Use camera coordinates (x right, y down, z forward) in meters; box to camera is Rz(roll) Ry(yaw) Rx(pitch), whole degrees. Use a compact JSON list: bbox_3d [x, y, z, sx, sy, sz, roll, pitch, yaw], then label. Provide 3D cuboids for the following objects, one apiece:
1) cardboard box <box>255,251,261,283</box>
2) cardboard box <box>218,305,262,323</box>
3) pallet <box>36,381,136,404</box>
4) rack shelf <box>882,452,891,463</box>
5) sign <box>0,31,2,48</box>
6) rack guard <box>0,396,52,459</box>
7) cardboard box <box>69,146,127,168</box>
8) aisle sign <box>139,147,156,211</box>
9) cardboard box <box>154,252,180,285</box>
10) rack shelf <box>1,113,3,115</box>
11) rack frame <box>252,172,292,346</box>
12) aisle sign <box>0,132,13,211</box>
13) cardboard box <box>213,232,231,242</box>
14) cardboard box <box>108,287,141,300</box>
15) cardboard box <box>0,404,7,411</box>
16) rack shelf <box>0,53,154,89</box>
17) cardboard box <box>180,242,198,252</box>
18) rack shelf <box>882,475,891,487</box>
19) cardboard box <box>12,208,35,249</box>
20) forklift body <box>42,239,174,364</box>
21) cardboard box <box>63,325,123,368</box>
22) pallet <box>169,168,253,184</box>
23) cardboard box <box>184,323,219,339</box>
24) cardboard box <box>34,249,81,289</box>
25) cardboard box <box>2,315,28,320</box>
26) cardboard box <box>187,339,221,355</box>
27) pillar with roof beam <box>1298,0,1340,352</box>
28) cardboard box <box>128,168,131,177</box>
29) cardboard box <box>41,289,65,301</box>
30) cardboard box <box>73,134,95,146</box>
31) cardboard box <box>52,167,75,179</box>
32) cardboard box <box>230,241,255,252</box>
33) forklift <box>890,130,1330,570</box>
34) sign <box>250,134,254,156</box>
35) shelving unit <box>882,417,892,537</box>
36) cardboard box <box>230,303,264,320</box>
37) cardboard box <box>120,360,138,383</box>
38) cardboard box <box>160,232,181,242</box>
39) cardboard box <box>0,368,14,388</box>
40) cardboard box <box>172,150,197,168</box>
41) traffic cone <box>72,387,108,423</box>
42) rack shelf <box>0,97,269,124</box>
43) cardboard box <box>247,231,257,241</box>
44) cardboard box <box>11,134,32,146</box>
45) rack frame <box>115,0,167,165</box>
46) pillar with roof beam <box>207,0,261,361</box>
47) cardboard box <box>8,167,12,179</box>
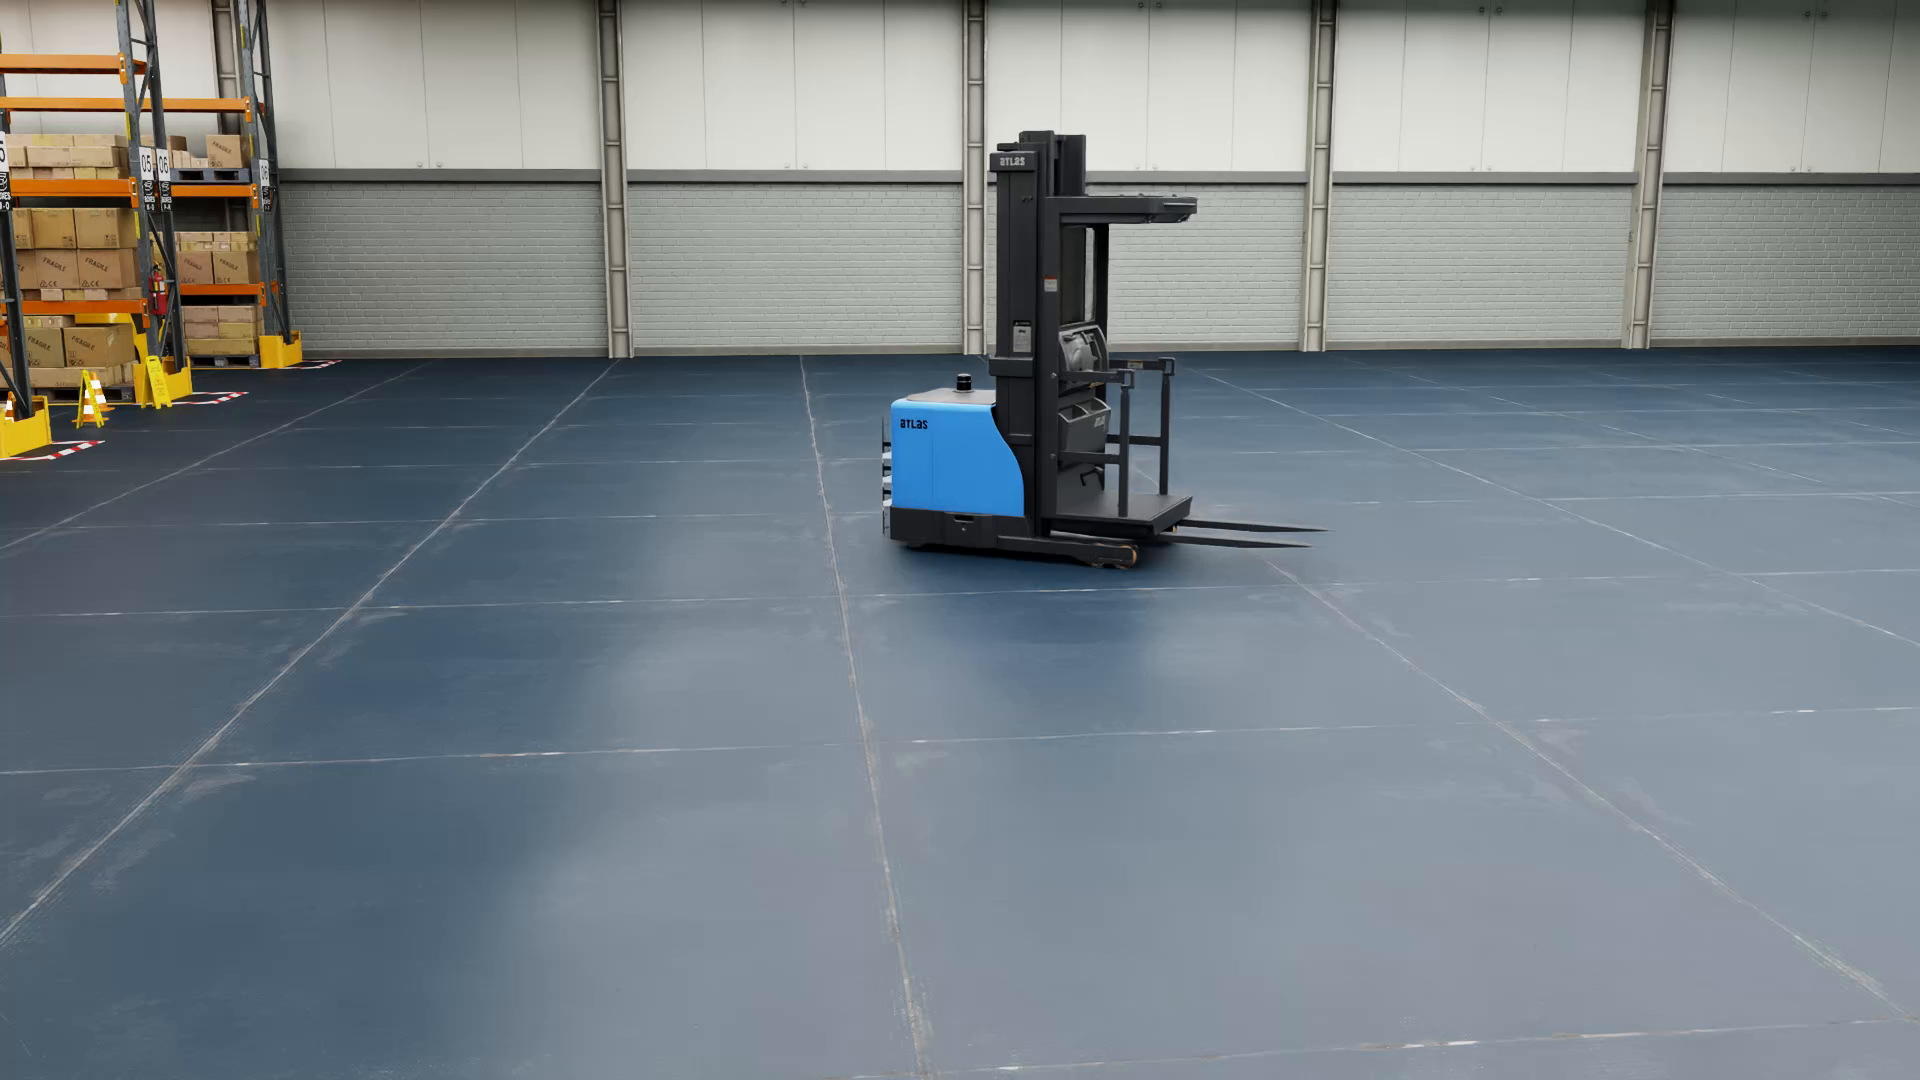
[{"bbox_3d":[-11.415,-4.374,26.581,0.500,0.500,0.500,-1,11,-4],"label":"cardboard box"},{"bbox_3d":[-11.317,-3.560,26.148,0.500,0.250,0.500,-1,11,-4],"label":"cardboard box"},{"bbox_3d":[-11.240,-1.950,21.740,1.213,0.211,1.003,-1,11,-6],"label":"pallet"},{"bbox_3d":[-0.437,-0.622,12.439,0.200,0.077,0.258,5,12,22],"label":"rack shelf"},{"bbox_3d":[-14.905,-7.785,25.808,0.005,0.325,0.100,-1,11,-6],"label":"sign"},{"bbox_3d":[-9.694,-1.157,16.957,0.348,0.500,1.175,-1,11,-6],"label":"rack guard"},{"bbox_3d":[-10.833,-4.812,20.910,0.500,0.250,0.500,-1,11,-7],"label":"cardboard box"},{"bbox_3d":[-10.260,-4.551,21.004,0.004,0.787,0.394,-1,11,-6],"label":"aisle sign"},{"bbox_3d":[-12.380,-4.251,25.954,0.500,0.500,0.500,-1,11,-7],"label":"cardboard box"},{"bbox_3d":[-16.858,-6.551,25.266,4.000,0.370,1.077,-1,11,-6],"label":"rack shelf"},{"bbox_3d":[-10.893,-4.282,26.372,0.127,3.000,1.000,-1,11,-6],"label":"rack frame"},{"bbox_3d":[-9.680,-3.717,16.762,0.004,0.787,0.394,-1,11,-6],"label":"aisle sign"},{"bbox_3d":[-11.468,-4.736,25.972,0.250,0.149,0.380,-1,11,-6],"label":"cardboard box"},{"bbox_3d":[-10.702,-3.158,21.307,0.250,0.149,0.380,-1,11,-4],"label":"cardboard box"},{"bbox_3d":[-11.437,-1.517,19.697,0.250,0.149,0.380,5,12,23],"label":"cardboard box"},{"bbox_3d":[-12.341,-5.877,20.810,4.000,0.370,1.077,-1,11,-6],"label":"rack shelf"},{"bbox_3d":[-11.970,-4.581,25.951,0.250,0.149,0.380,-1,11,-6],"label":"cardboard box"},{"bbox_3d":[-0.437,-0.445,12.473,0.200,0.077,0.258,5,12,22],"label":"rack shelf"},{"bbox_3d":[-11.837,-3.924,20.928,0.500,0.500,0.700,-1,11,-7],"label":"cardboard box"},{"bbox_3d":[-12.581,-3.476,24.474,1.214,2.155,2.313,-1,11,-6],"label":"forklift body"},{"bbox_3d":[-11.121,-2.488,21.344,0.500,0.500,0.500,-1,11,-6],"label":"cardboard box"},{"bbox_3d":[-11.599,-5.701,26.042,1.213,0.211,1.003,-1,11,-6],"label":"pallet"},{"bbox_3d":[-11.843,-3.306,26.150,0.500,0.250,0.500,-1,11,-7],"label":"cardboard box"},{"bbox_3d":[-11.361,-3.451,21.118,0.500,0.500,0.500,-1,11,-6],"label":"cardboard box"},{"bbox_3d":[-11.991,-2.776,21.127,0.250,0.149,0.380,-1,11,-4],"label":"cardboard box"},{"bbox_3d":[-11.821,-3.060,26.196,0.500,0.250,0.500,-1,11,-6],"label":"cardboard box"},{"bbox_3d":[6.677,-6.933,24.307,0.400,9.000,9.100,-1,11,-6],"label":"pillar with roof beam"},{"bbox_3d":[-10.718,-4.734,21.547,0.250,0.149,0.380,-1,11,-6],"label":"cardboard box"},{"bbox_3d":[-11.451,-3.119,21.109,0.250,0.149,0.380,-1,11,-5],"label":"cardboard box"},{"bbox_3d":[-10.918,-5.008,20.875,0.250,0.149,0.380,-1,11,-5],"label":"cardboard box"},{"bbox_3d":[-11.189,-4.607,20.902,0.250,0.149,0.380,-1,11,-4],"label":"cardboard box"},{"bbox_3d":[-11.207,-4.588,25.990,0.250,0.149,0.380,-1,11,-5],"label":"cardboard box"},{"bbox_3d":[1.057,-1.352,11.647,3.031,2.935,1.130,5,12,22],"label":"forklift"},{"bbox_3d":[-10.848,-6.045,25.475,0.005,0.325,0.100,-1,11,-6],"label":"sign"},{"bbox_3d":[-0.437,-0.478,12.467,0.210,0.900,0.258,5,12,22],"label":"shelving unit"},{"bbox_3d":[-11.391,-3.656,26.634,0.500,0.250,0.500,-1,11,-7],"label":"cardboard box"},{"bbox_3d":[-11.185,-2.223,21.940,0.500,0.250,0.500,-1,11,-7],"label":"cardboard box"},{"bbox_3d":[-12.228,-4.708,25.828,0.250,0.149,0.380,-1,11,-5],"label":"cardboard box"},{"bbox_3d":[-12.163,-2.097,21.299,0.500,0.250,0.500,-2,11,-8],"label":"cardboard box"},{"bbox_3d":[-11.936,-5.862,25.635,0.258,0.266,0.396,-1,11,-6],"label":"cardboard box"},{"bbox_3d":[-10.183,-1.623,19.425,0.334,0.463,0.336,-1,11,-6],"label":"traffic cone"},{"bbox_3d":[-12.881,-6.635,25.690,4.000,0.370,1.077,-1,11,-6],"label":"rack shelf"},{"bbox_3d":[-11.250,-4.829,26.444,0.250,0.149,0.380,-1,11,-7],"label":"cardboard box"},{"bbox_3d":[-11.671,-5.000,20.835,0.250,0.149,0.380,-1,11,-6],"label":"cardboard box"},{"bbox_3d":[-10.353,-6.274,20.952,0.127,3.000,1.000,-1,11,-6],"label":"rack frame"},{"bbox_3d":[-11.217,-6.558,22.400,0.400,9.000,9.100,-1,11,-6],"label":"pillar with roof beam"},{"bbox_3d":[-11.954,-4.596,20.847,0.250,0.149,0.380,-2,11,-8],"label":"cardboard box"}]
